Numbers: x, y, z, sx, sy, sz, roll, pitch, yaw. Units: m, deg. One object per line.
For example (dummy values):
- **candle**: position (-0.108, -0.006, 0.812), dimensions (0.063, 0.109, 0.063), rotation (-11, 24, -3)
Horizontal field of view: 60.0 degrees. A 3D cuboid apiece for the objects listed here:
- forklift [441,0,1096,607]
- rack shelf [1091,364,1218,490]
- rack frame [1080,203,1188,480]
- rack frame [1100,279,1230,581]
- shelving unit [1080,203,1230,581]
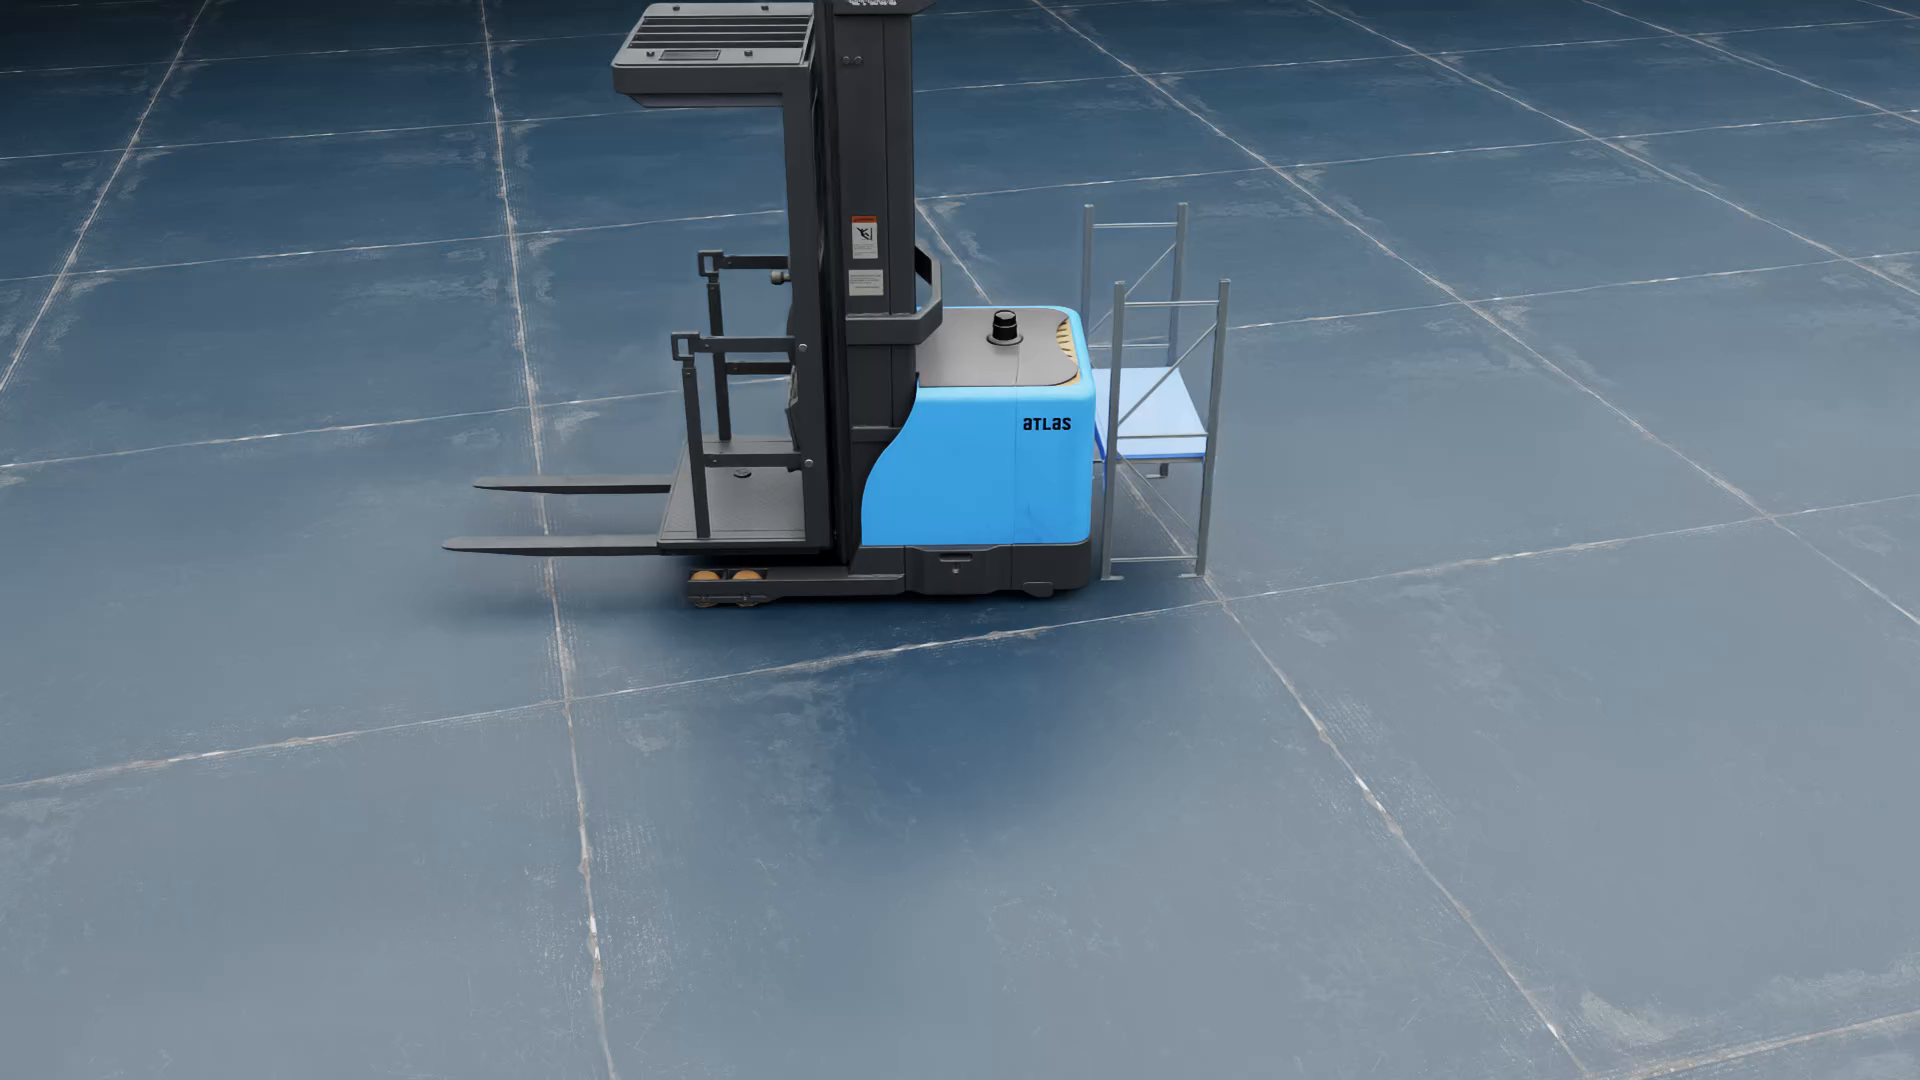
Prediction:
- **forklift**: position (-0.911, -1.225, 7.440), dimensions (3.031, 2.935, 1.130), rotation (-1, 30, -1)
- **rack shelf**: position (0.886, -0.567, 8.091), dimensions (0.538, 0.185, 1.000), rotation (-2, 30, -3)
- **rack frame**: position (0.854, -0.977, 8.440), dimensions (0.500, 1.500, 0.032), rotation (-2, 30, -3)
- **rack frame**: position (0.919, -0.468, 7.562), dimensions (0.500, 1.500, 0.032), rotation (-2, 30, -3)
- **shelving unit**: position (0.886, -0.723, 8.001), dimensions (0.538, 1.500, 1.048), rotation (-2, 30, -3)
